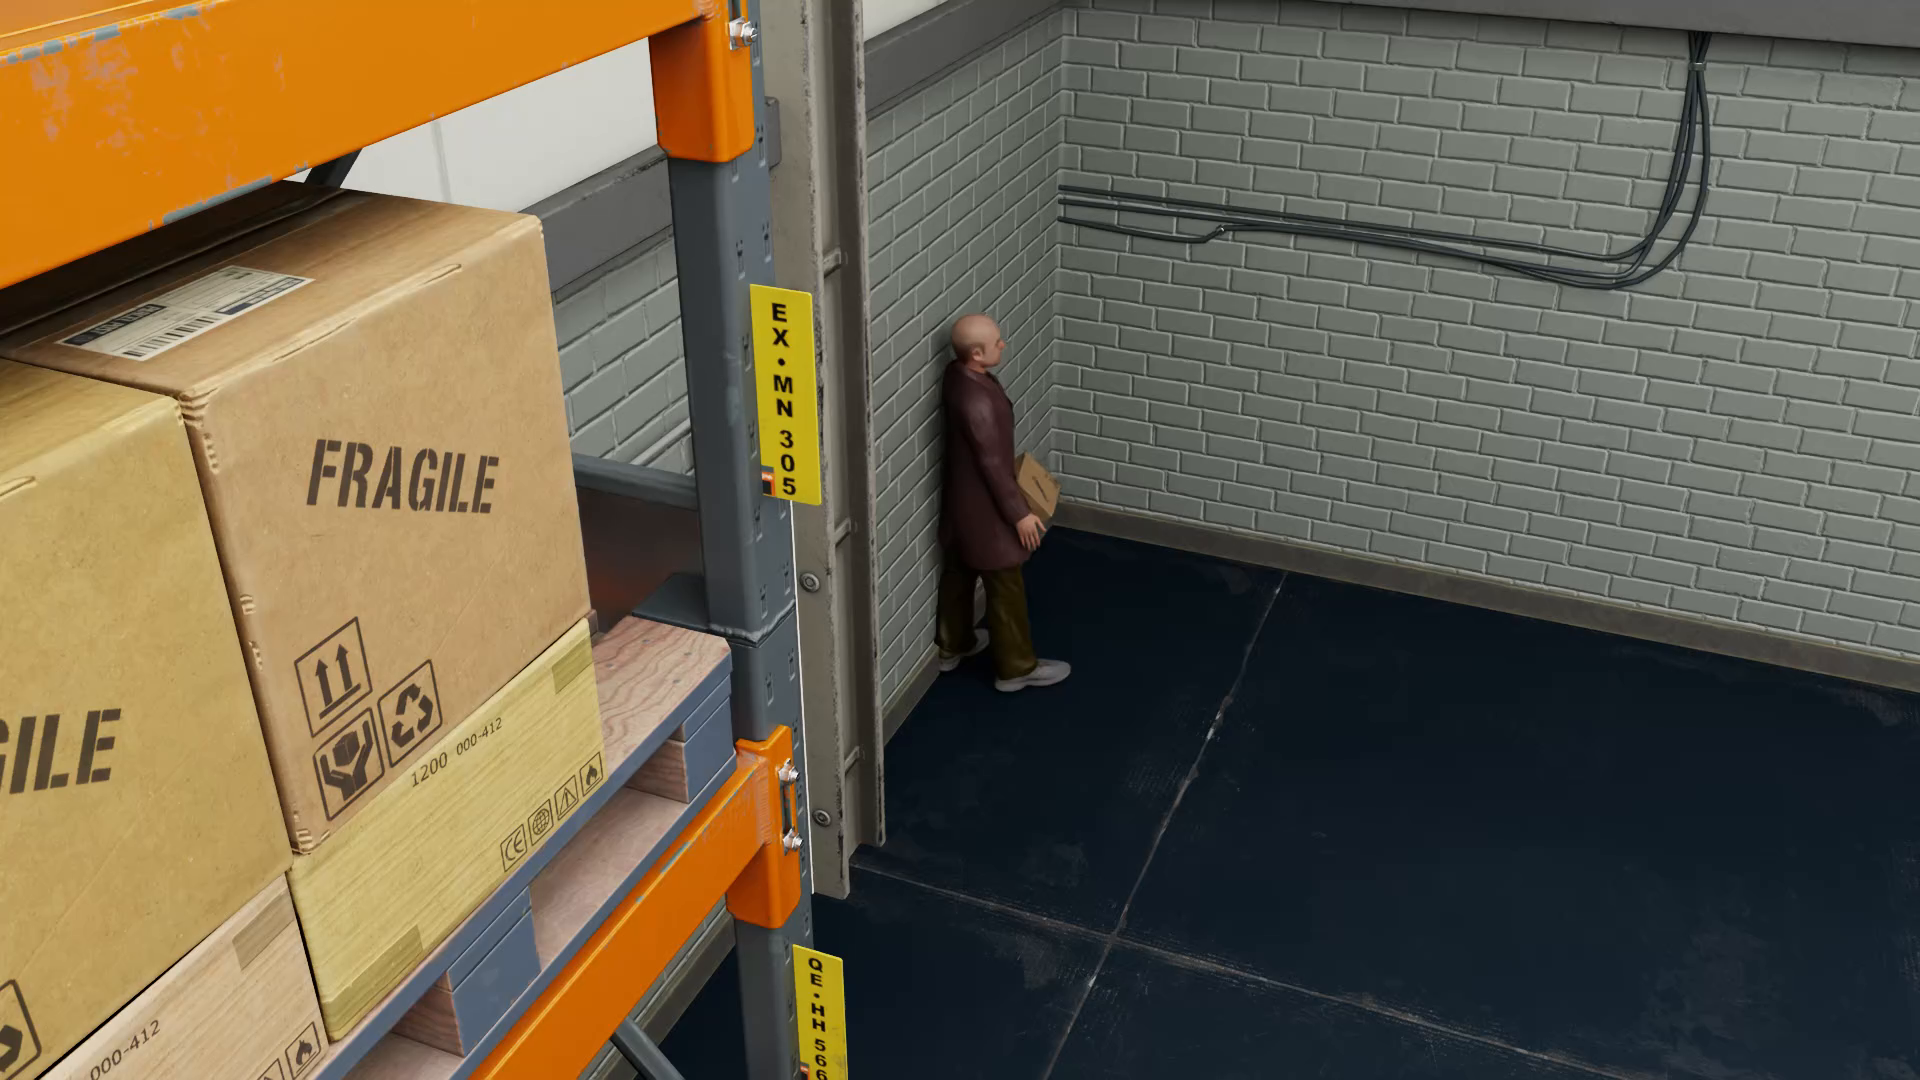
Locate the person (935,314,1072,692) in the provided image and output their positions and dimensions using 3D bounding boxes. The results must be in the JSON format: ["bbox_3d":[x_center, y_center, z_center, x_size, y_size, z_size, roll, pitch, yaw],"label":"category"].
[{"bbox_3d":[0.186,-0.175,7.417,0.599,1.780,0.644,-8,30,-14],"label":"person"}]
